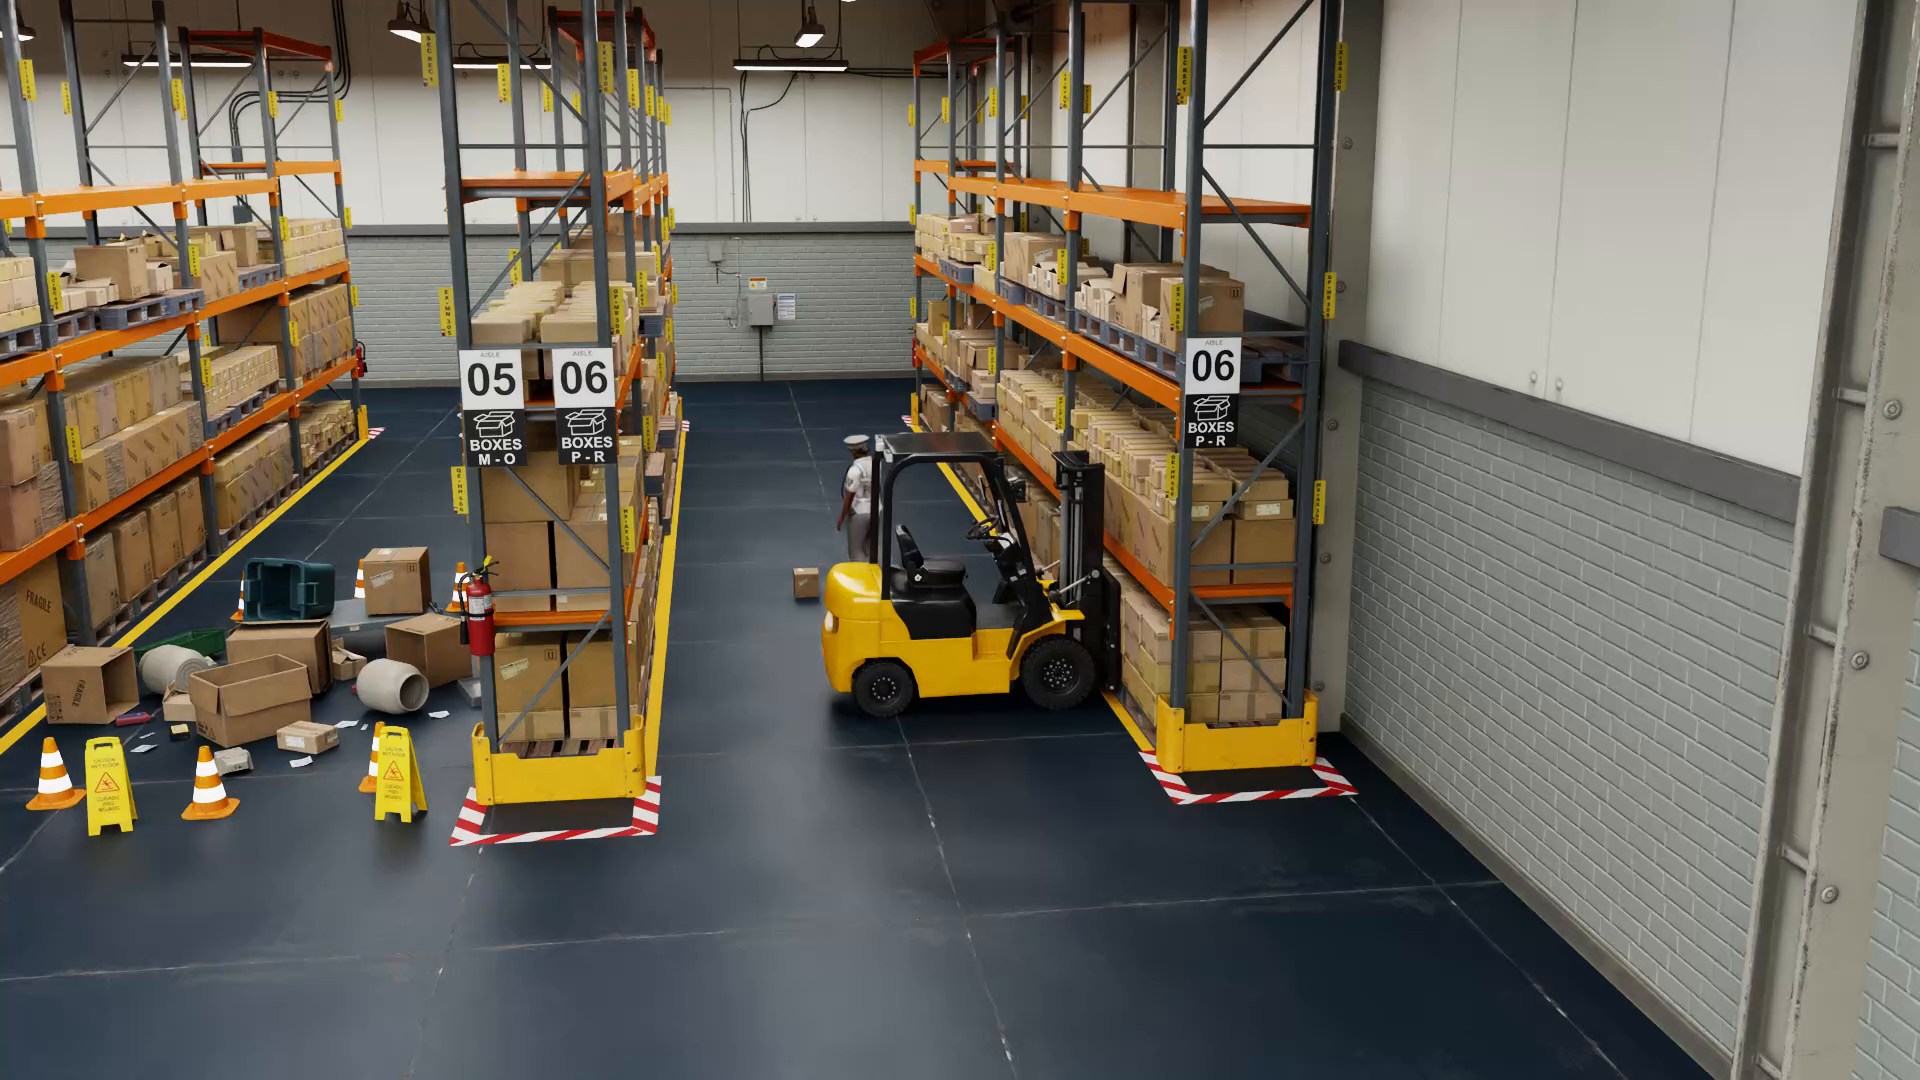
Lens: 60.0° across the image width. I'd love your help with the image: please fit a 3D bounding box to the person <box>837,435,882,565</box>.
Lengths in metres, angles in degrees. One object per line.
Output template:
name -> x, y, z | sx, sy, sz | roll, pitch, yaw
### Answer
person -> -0.992, -0.239, 16.977 | 0.384, 1.686, 0.513 | 9, 16, 33
